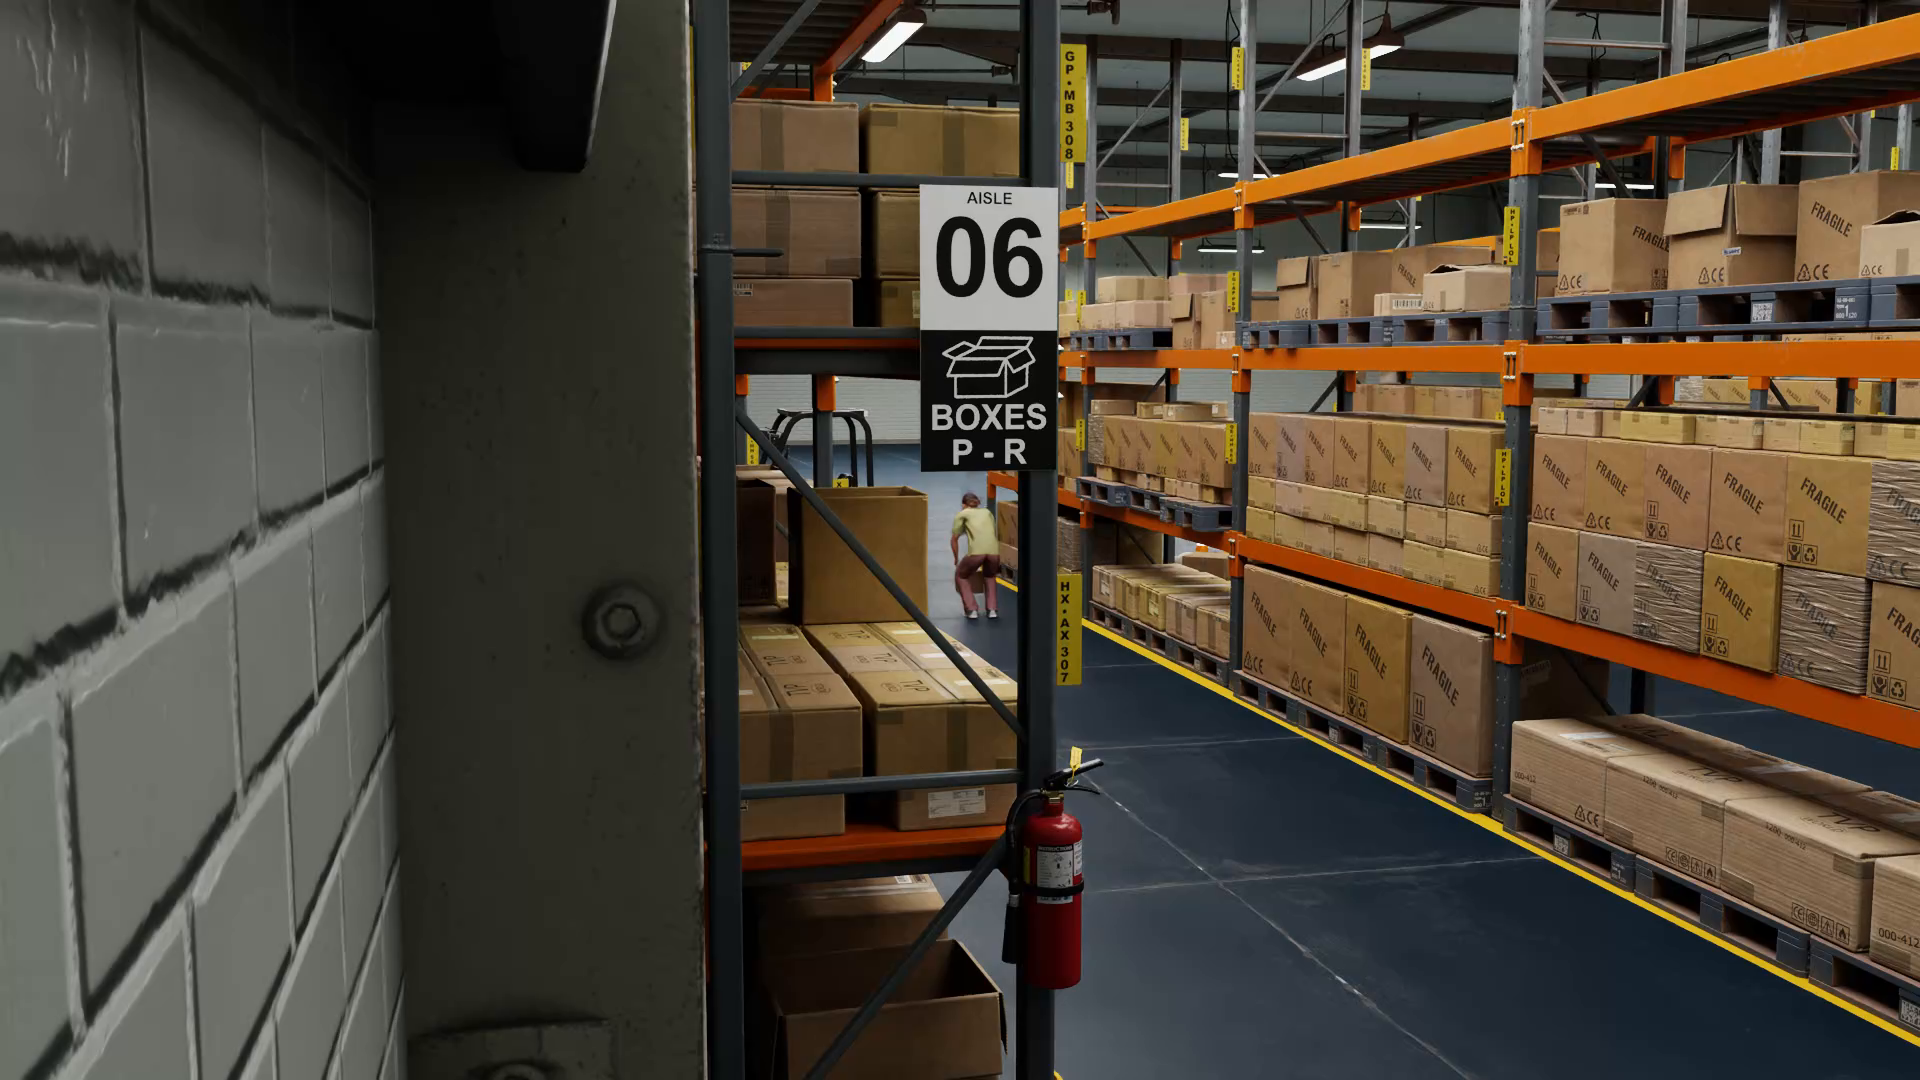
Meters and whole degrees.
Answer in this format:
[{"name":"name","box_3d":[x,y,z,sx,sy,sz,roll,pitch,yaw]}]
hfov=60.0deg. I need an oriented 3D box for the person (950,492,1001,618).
[{"name":"person","box_3d":[0.165,0.164,17.647,0.512,1.307,0.681,-2,6,-14]}]
